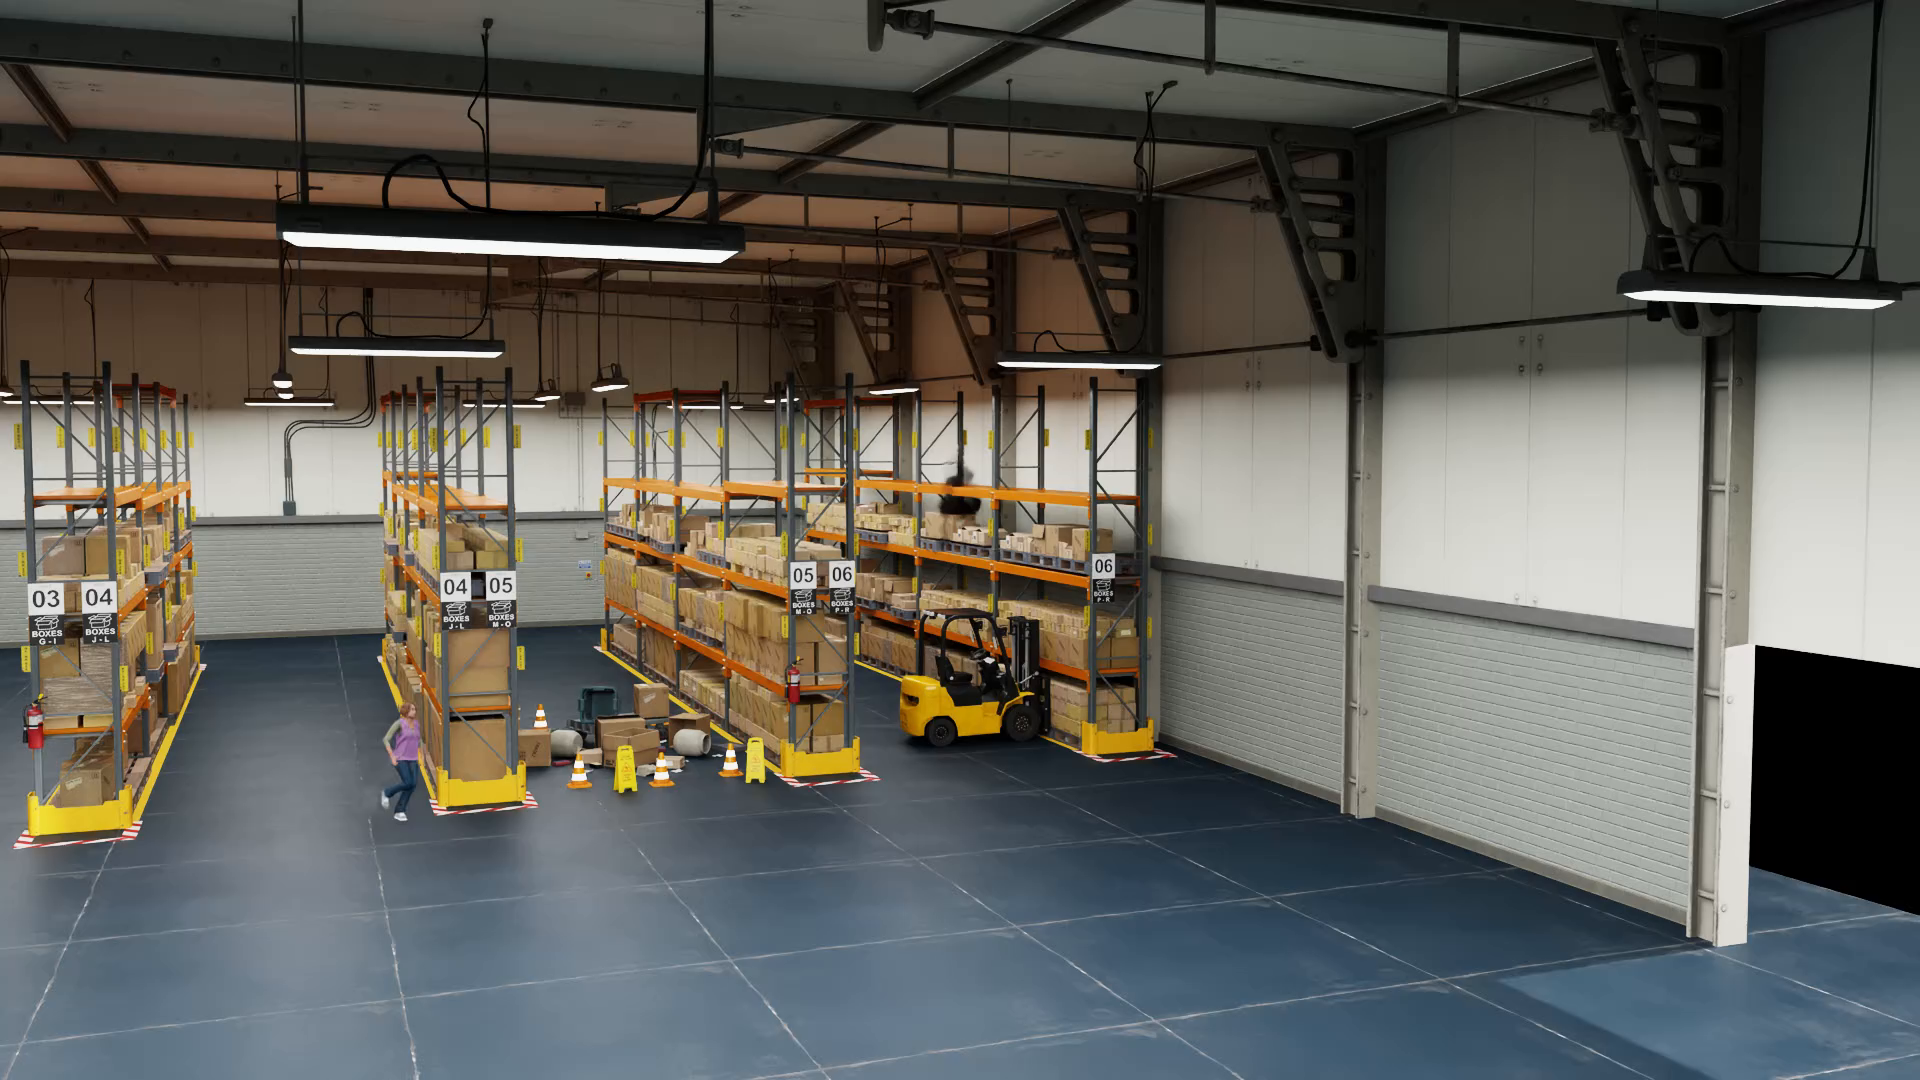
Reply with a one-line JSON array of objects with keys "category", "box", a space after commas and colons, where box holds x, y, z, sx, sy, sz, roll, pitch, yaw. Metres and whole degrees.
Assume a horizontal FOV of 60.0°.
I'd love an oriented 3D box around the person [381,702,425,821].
[{"category": "person", "box": [-7.342, 2.914, 22.042, 0.503, 1.523, 0.570, 2, 4, 32]}]
